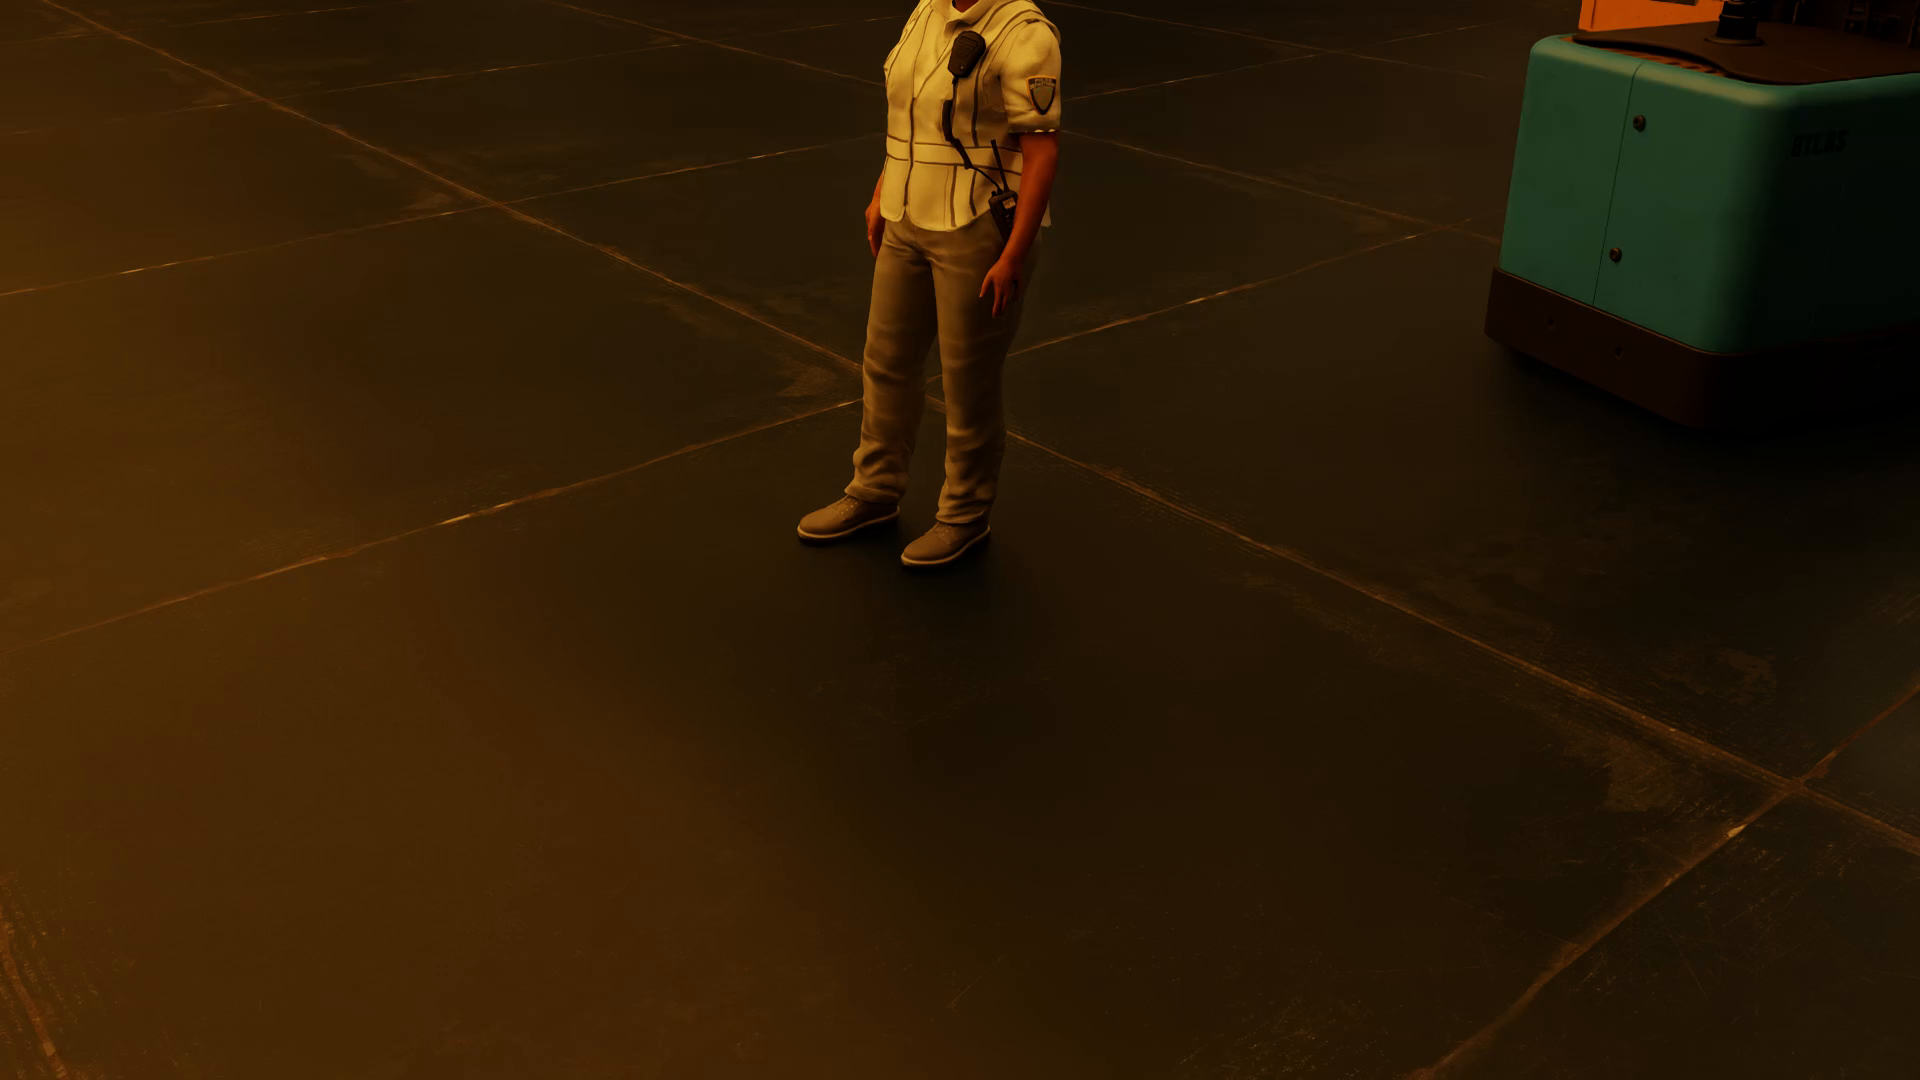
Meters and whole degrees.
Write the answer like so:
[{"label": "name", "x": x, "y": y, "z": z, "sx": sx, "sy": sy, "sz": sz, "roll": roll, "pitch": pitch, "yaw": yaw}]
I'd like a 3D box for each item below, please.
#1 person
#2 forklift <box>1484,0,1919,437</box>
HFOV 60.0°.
[{"label": "person", "x": -0.074, "y": -0.739, "z": 4.100, "sx": 0.529, "sy": 1.670, "sz": 0.598, "roll": -20, "pitch": 33, "yaw": -35}, {"label": "forklift", "x": 3.387, "y": -2.049, "z": 5.334, "sx": 3.031, "sy": 2.935, "sz": 1.130, "roll": -11, "pitch": 29, "yaw": -21}]
